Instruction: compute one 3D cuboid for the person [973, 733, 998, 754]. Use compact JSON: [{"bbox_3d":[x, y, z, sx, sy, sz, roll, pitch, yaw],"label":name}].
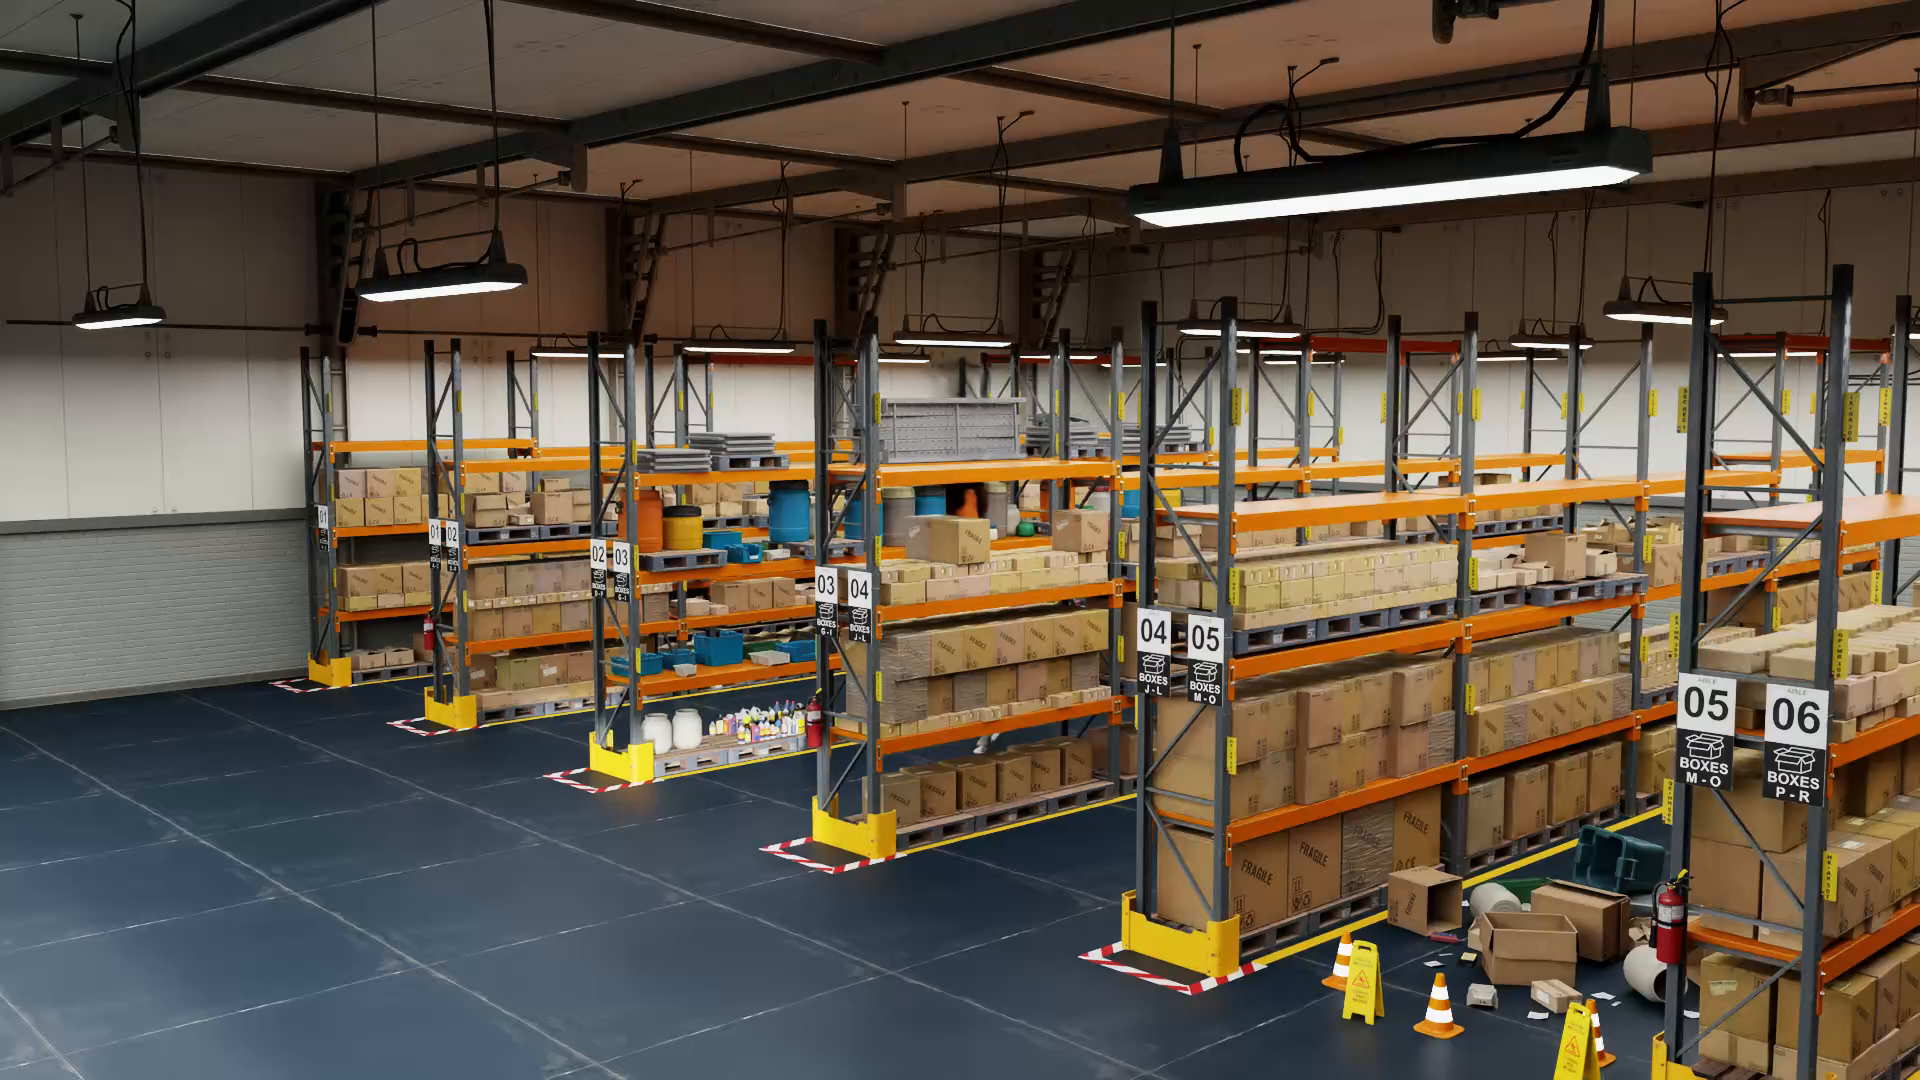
[{"bbox_3d":[0.418,2.202,24.045,0.582,1.655,0.904,3,6,27],"label":"person"}]
